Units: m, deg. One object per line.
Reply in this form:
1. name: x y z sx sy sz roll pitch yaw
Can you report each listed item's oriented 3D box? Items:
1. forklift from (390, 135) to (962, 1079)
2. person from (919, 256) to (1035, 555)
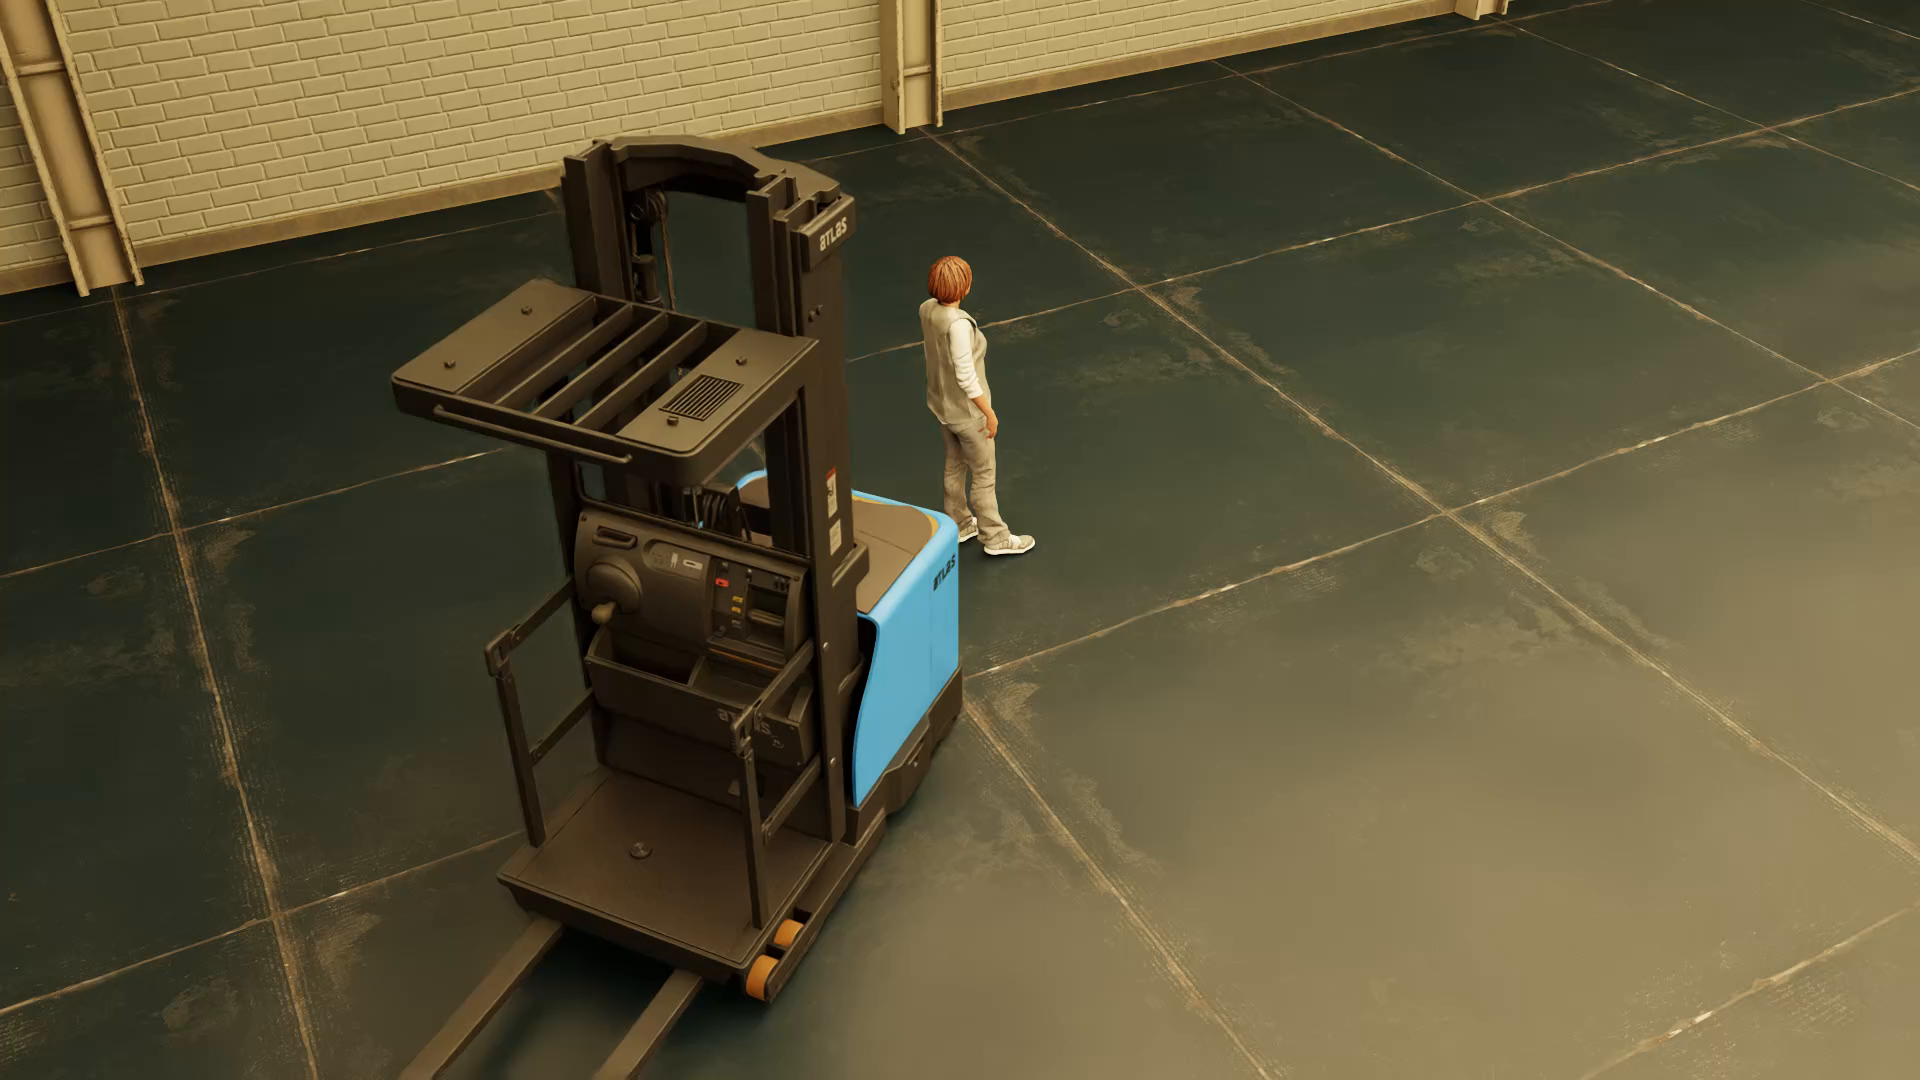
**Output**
1. forklift: -1.063 0.238 5.786 1.130 2.935 3.031 15 38 20
2. person: 0.073 -0.671 8.215 0.473 1.599 0.520 -17 39 -23
